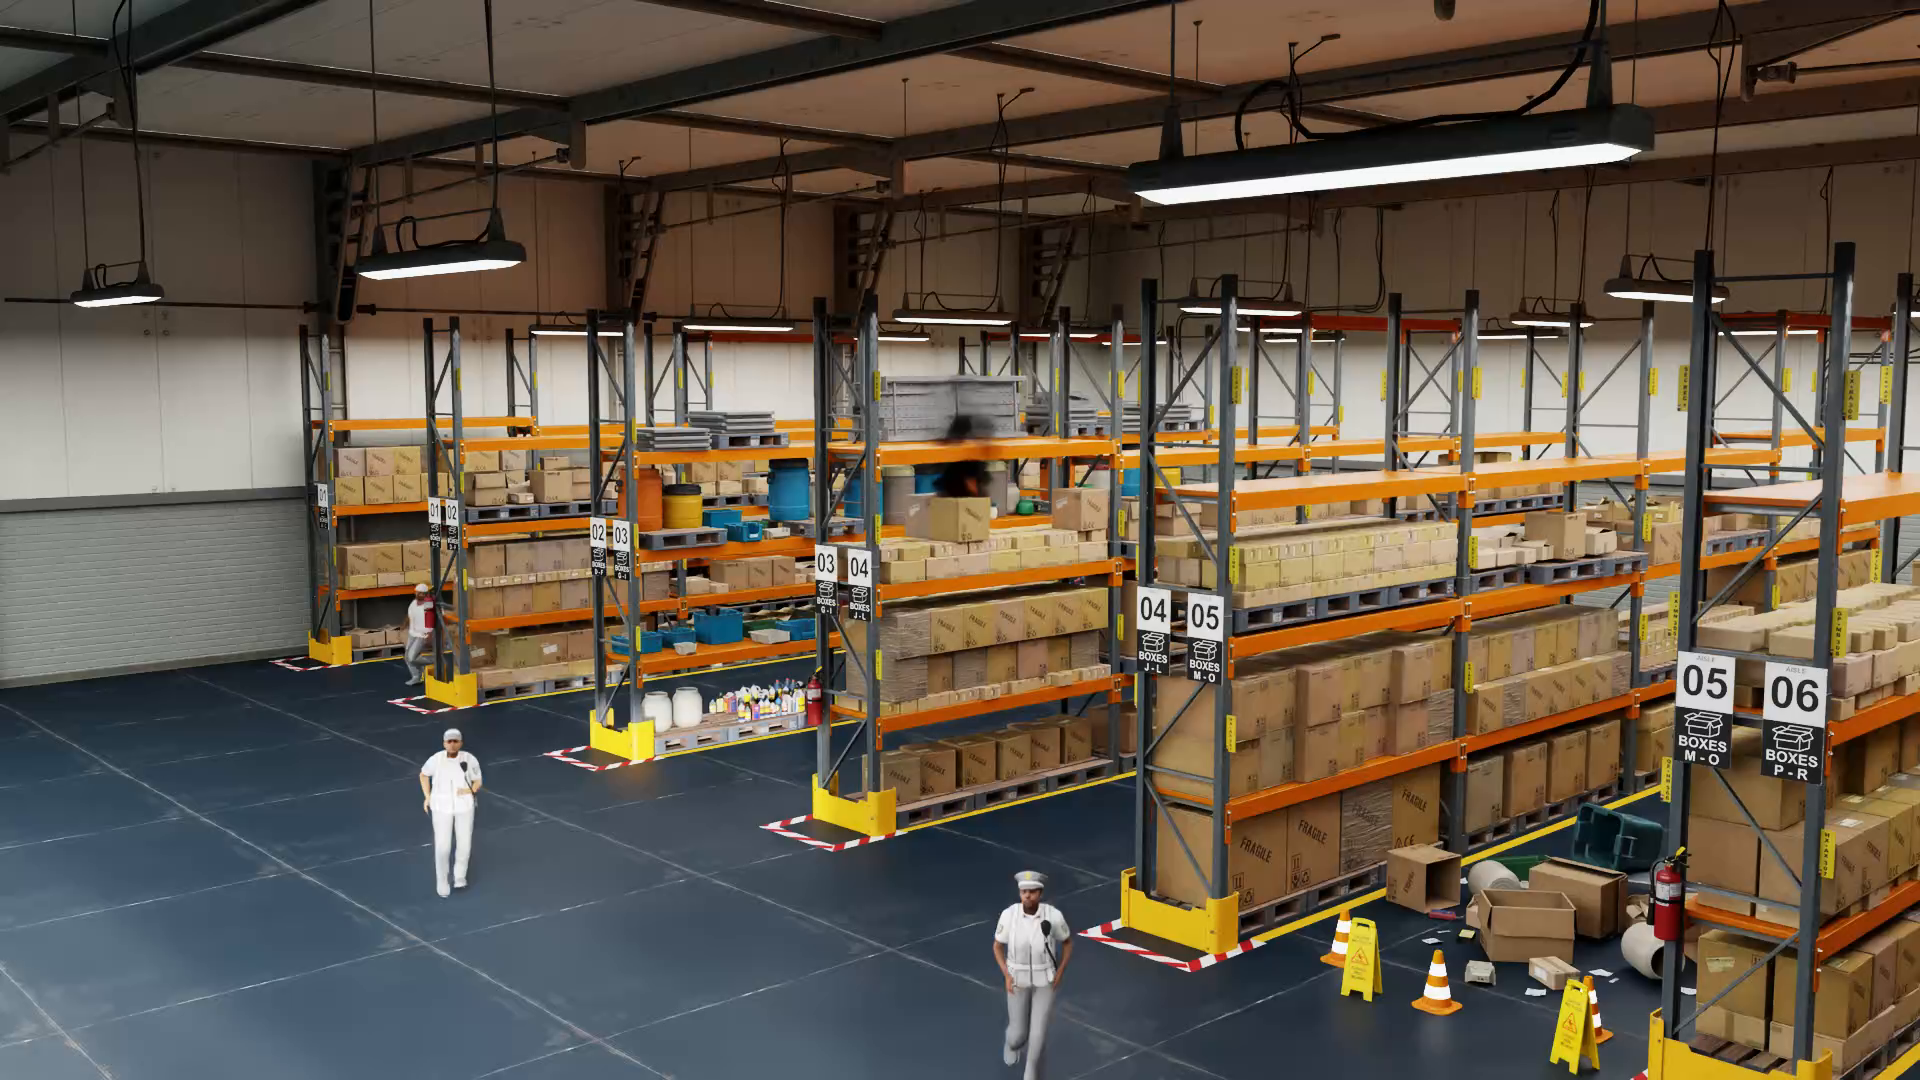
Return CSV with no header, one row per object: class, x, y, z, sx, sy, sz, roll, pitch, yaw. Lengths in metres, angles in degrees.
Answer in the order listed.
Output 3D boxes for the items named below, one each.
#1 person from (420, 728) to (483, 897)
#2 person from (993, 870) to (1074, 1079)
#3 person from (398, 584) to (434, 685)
person,-5.008,2.688,16.421,0.579,1.667,0.669,-2,6,-21
person,0.526,3.150,11.909,0.581,1.686,0.658,0,6,3
person,-8.884,1.559,27.382,0.760,1.707,0.537,4,7,33
